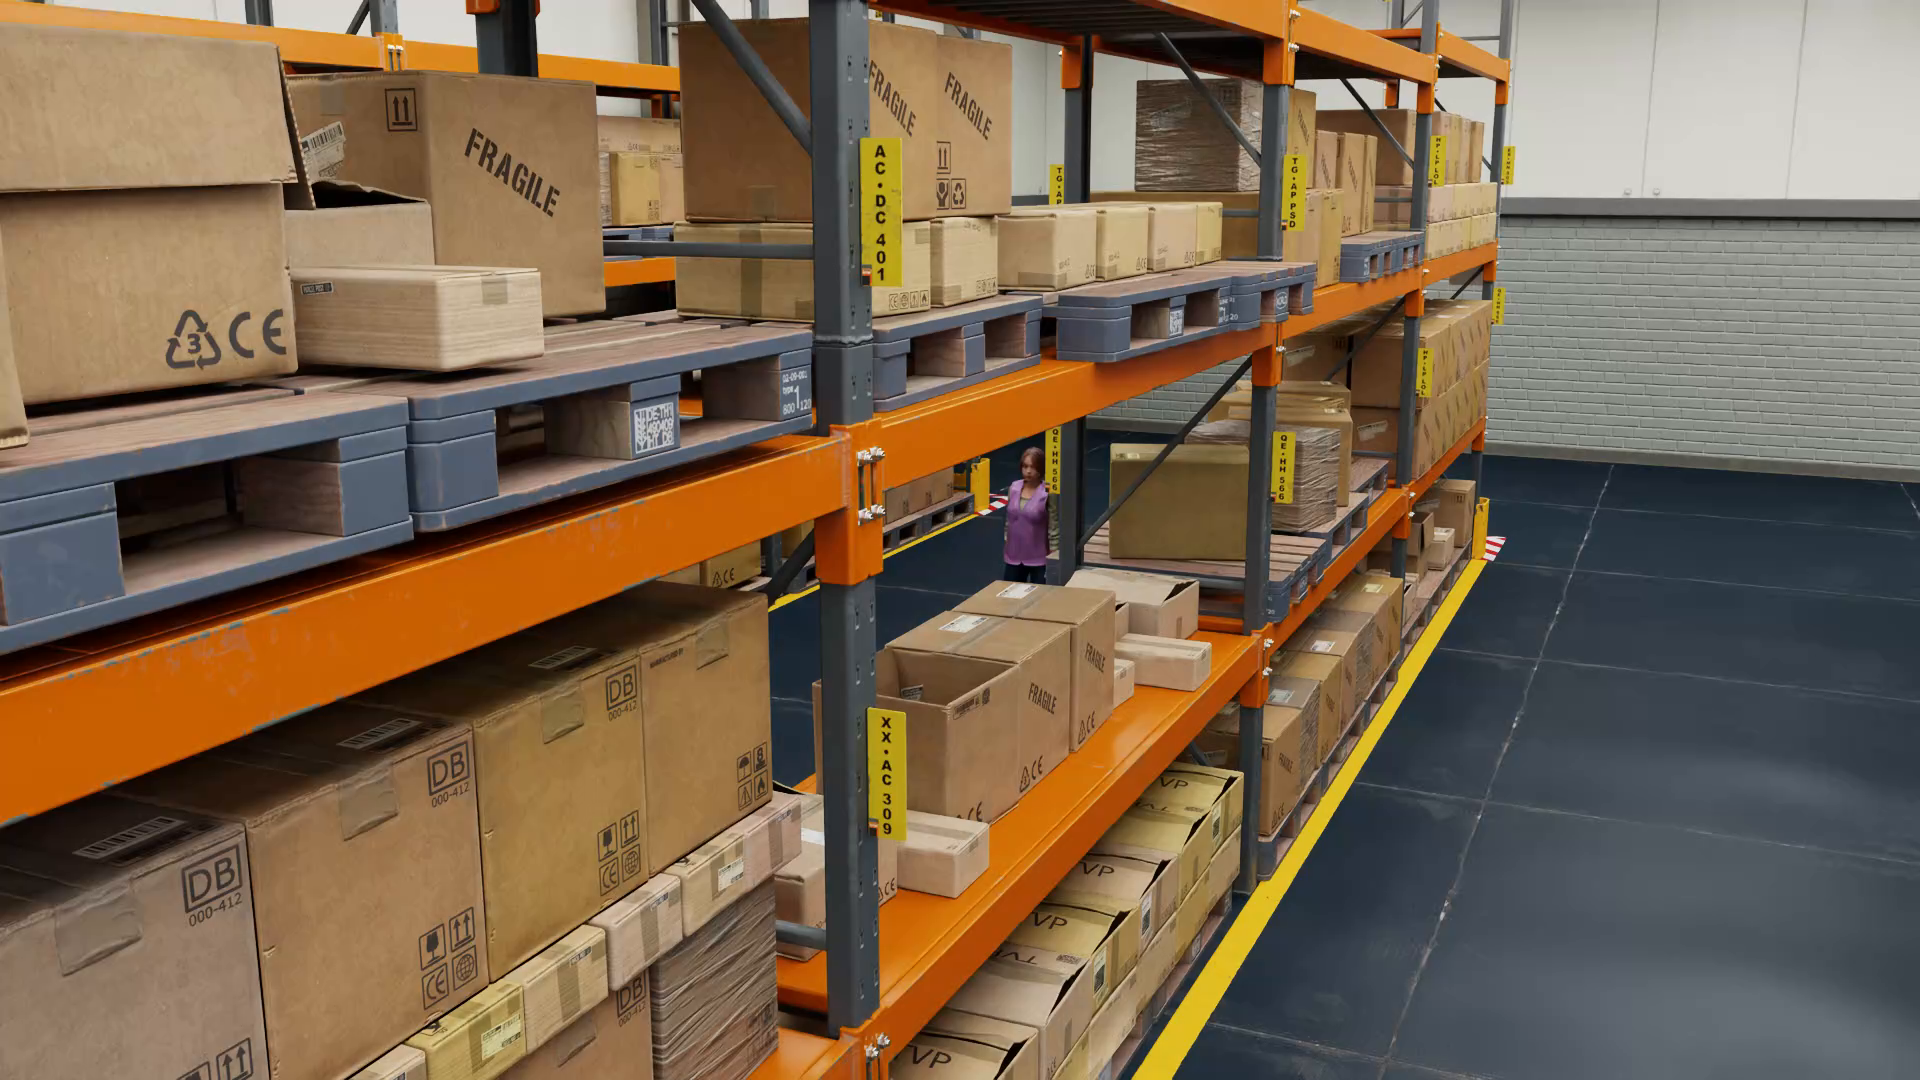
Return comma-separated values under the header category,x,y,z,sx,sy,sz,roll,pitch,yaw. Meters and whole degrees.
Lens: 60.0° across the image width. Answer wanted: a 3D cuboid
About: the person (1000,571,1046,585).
category,x,y,z,sx,sy,sz,roll,pitch,yaw
person,0.435,0.560,11.248,0.435,0.829,0.802,5,14,23
